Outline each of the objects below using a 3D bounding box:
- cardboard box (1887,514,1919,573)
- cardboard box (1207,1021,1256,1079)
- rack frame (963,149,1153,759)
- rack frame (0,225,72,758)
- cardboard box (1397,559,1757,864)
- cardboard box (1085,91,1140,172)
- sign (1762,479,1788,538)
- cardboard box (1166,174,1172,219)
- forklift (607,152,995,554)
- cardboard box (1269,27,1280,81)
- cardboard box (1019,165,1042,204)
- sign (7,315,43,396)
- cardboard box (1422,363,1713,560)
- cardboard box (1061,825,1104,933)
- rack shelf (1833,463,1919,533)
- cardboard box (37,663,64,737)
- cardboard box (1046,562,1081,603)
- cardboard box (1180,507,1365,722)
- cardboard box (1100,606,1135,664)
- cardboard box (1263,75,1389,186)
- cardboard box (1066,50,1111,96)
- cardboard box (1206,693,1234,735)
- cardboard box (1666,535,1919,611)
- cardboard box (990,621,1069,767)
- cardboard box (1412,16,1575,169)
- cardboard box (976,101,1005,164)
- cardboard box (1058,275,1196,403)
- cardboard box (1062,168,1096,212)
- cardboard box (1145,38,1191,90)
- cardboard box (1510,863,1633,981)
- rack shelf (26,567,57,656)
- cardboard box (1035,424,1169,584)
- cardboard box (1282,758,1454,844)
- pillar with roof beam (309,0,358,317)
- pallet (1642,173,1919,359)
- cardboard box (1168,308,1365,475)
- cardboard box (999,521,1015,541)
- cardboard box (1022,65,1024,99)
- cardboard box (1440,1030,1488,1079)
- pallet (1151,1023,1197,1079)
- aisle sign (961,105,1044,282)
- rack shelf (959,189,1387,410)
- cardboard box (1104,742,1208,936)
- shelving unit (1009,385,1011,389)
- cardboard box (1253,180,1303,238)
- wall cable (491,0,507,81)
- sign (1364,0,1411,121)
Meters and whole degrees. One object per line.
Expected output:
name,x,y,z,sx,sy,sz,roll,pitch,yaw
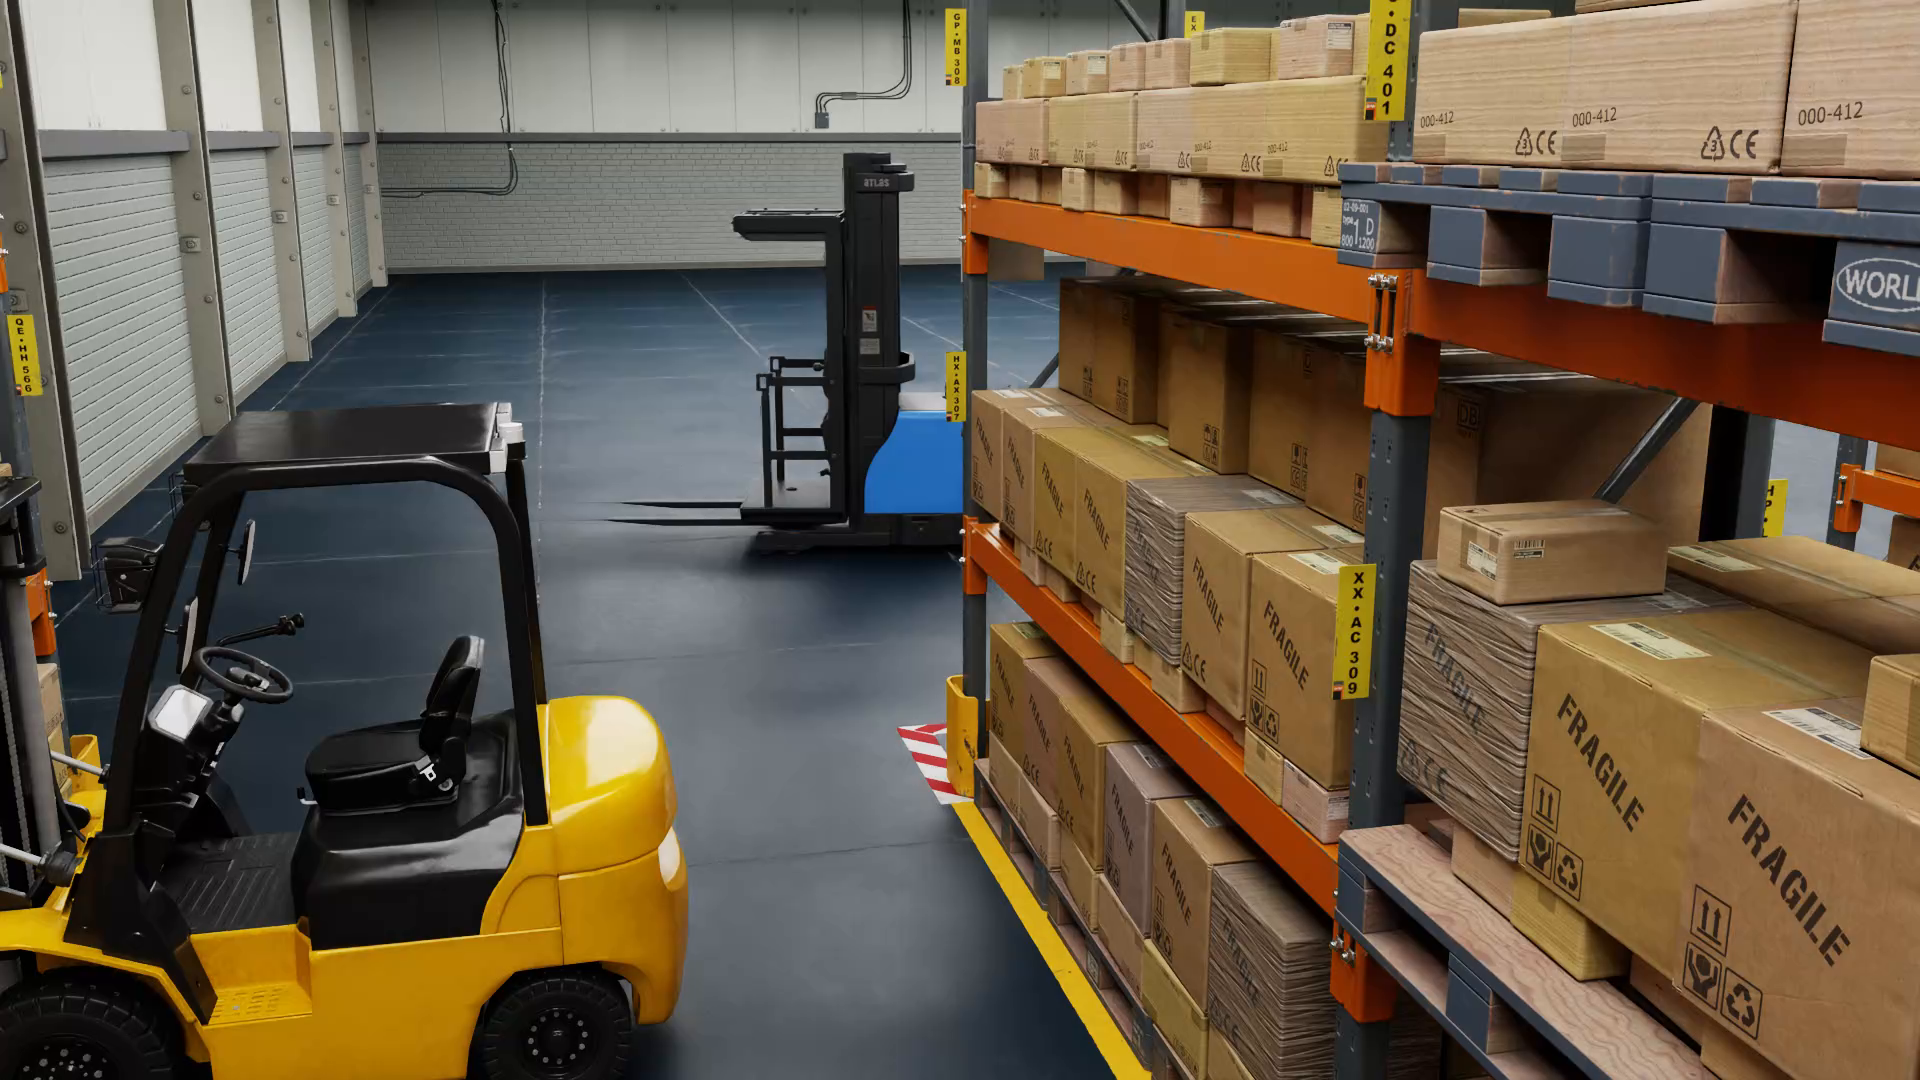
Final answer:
cardboard box,5.524,0.364,8.710,0.875,0.875,0.875,-3,14,-13
cardboard box,1.052,1.615,4.904,0.500,0.250,0.500,-3,14,-11
rack frame,0.513,-0.318,7.908,1.000,3.000,0.127,-3,14,-13
rack frame,-4.311,-0.040,6.772,1.000,3.000,0.127,-3,14,-13
cardboard box,1.284,0.332,3.526,0.500,0.500,0.500,-3,14,-12
cardboard box,0.727,-1.362,5.551,0.500,0.250,0.500,-3,14,-12
sign,1.991,0.011,4.123,0.100,0.325,0.005,-3,14,-13
cardboard box,0.875,-1.089,5.272,0.380,0.149,0.250,-3,14,-12
forklift,-1.172,-1.442,12.654,3.031,2.935,1.130,0,14,-1
cardboard box,1.056,-1.299,4.454,0.380,0.149,0.250,-3,14,-12
cardboard box,0.453,-1.440,6.709,0.380,0.149,0.250,-3,14,-12
sign,-3.780,-0.745,6.717,0.100,0.325,0.005,-3,14,-13
cardboard box,1.560,-0.187,4.430,0.700,0.500,0.500,-3,14,-14
cardboard box,0.686,1.259,6.364,0.500,0.250,0.500,-2,14,-9
rack shelf,5.770,0.194,7.329,1.077,0.370,4.000,-3,14,-13
cardboard box,-3.900,0.694,6.566,0.500,0.250,0.500,-3,14,-11
cardboard box,0.556,0.136,6.579,0.380,0.149,0.250,-3,14,-12
cardboard box,0.979,0.205,4.931,0.500,0.500,0.500,-3,14,-11
cardboard box,0.712,0.318,5.836,0.380,0.149,0.250,-3,14,-13
cardboard box,1.086,-1.011,4.114,0.500,0.250,0.500,-3,14,-14
cardboard box,0.591,-1.650,5.889,0.380,0.149,0.250,-3,14,-12
cardboard box,0.985,0.490,5.131,0.380,0.149,0.250,-3,14,-14
cardboard box,1.784,0.302,3.650,0.500,0.500,0.500,-4,14,-14
cardboard box,0.440,0.657,7.248,0.500,0.500,0.500,-4,14,-15
cardboard box,1.200,-0.826,3.100,0.500,0.250,0.500,-4,14,-15
cardboard box,0.372,-1.716,6.999,0.500,0.250,0.500,-4,14,-14
cardboard box,0.845,-0.891,7.310,0.700,0.500,0.500,-4,14,-15
cardboard box,0.582,-1.261,5.975,0.380,0.149,0.250,-3,14,-13
cardboard box,0.795,-1.474,5.169,0.380,0.149,0.250,-3,14,-13
cardboard box,1.325,0.726,3.279,0.380,0.149,0.250,-3,14,-12
rack shelf,-3.841,0.771,4.969,1.077,0.370,4.000,-3,14,-13
cardboard box,0.600,-0.149,6.381,0.500,0.500,0.500,-4,14,-14
cardboard box,1.080,0.670,4.395,0.380,0.149,0.250,-3,14,-14
pillar with roof beam,-6.476,-8.520,28.841,9.100,9.000,0.400,-3,14,-13
pallet,1.740,-0.374,2.211,1.213,0.211,1.003,-3,14,-13
cardboard box,1.159,-0.539,5.869,0.700,0.500,0.500,-3,14,-14
cardboard box,0.391,-0.106,7.570,0.380,0.149,0.250,-3,14,-13
cardboard box,0.473,-1.890,6.871,0.380,0.149,0.250,-3,14,-13
cardboard box,1.576,1.221,4.937,0.500,0.500,0.500,-3,14,-11
pallet,1.260,1.807,5.088,1.003,0.211,1.213,-3,14,-13
aisle sign,0.197,-1.578,7.587,0.394,0.787,0.004,-3,14,-13
rack shelf,0.983,-0.964,5.749,1.077,0.370,4.000,-3,14,-13
cardboard box,0.810,1.016,5.777,0.500,0.500,0.500,-3,14,-10
shelving unit,0.493,-0.548,12.640,0.258,1.200,0.503,0,14,0
cardboard box,1.024,-0.907,4.528,0.380,0.149,0.250,-3,14,-13
wall cable,-8.846,-11.514,36.994,3.097,2.526,0.112,-3,14,-13
sign,0.927,-1.071,3.582,0.100,0.325,0.005,-3,14,-13
